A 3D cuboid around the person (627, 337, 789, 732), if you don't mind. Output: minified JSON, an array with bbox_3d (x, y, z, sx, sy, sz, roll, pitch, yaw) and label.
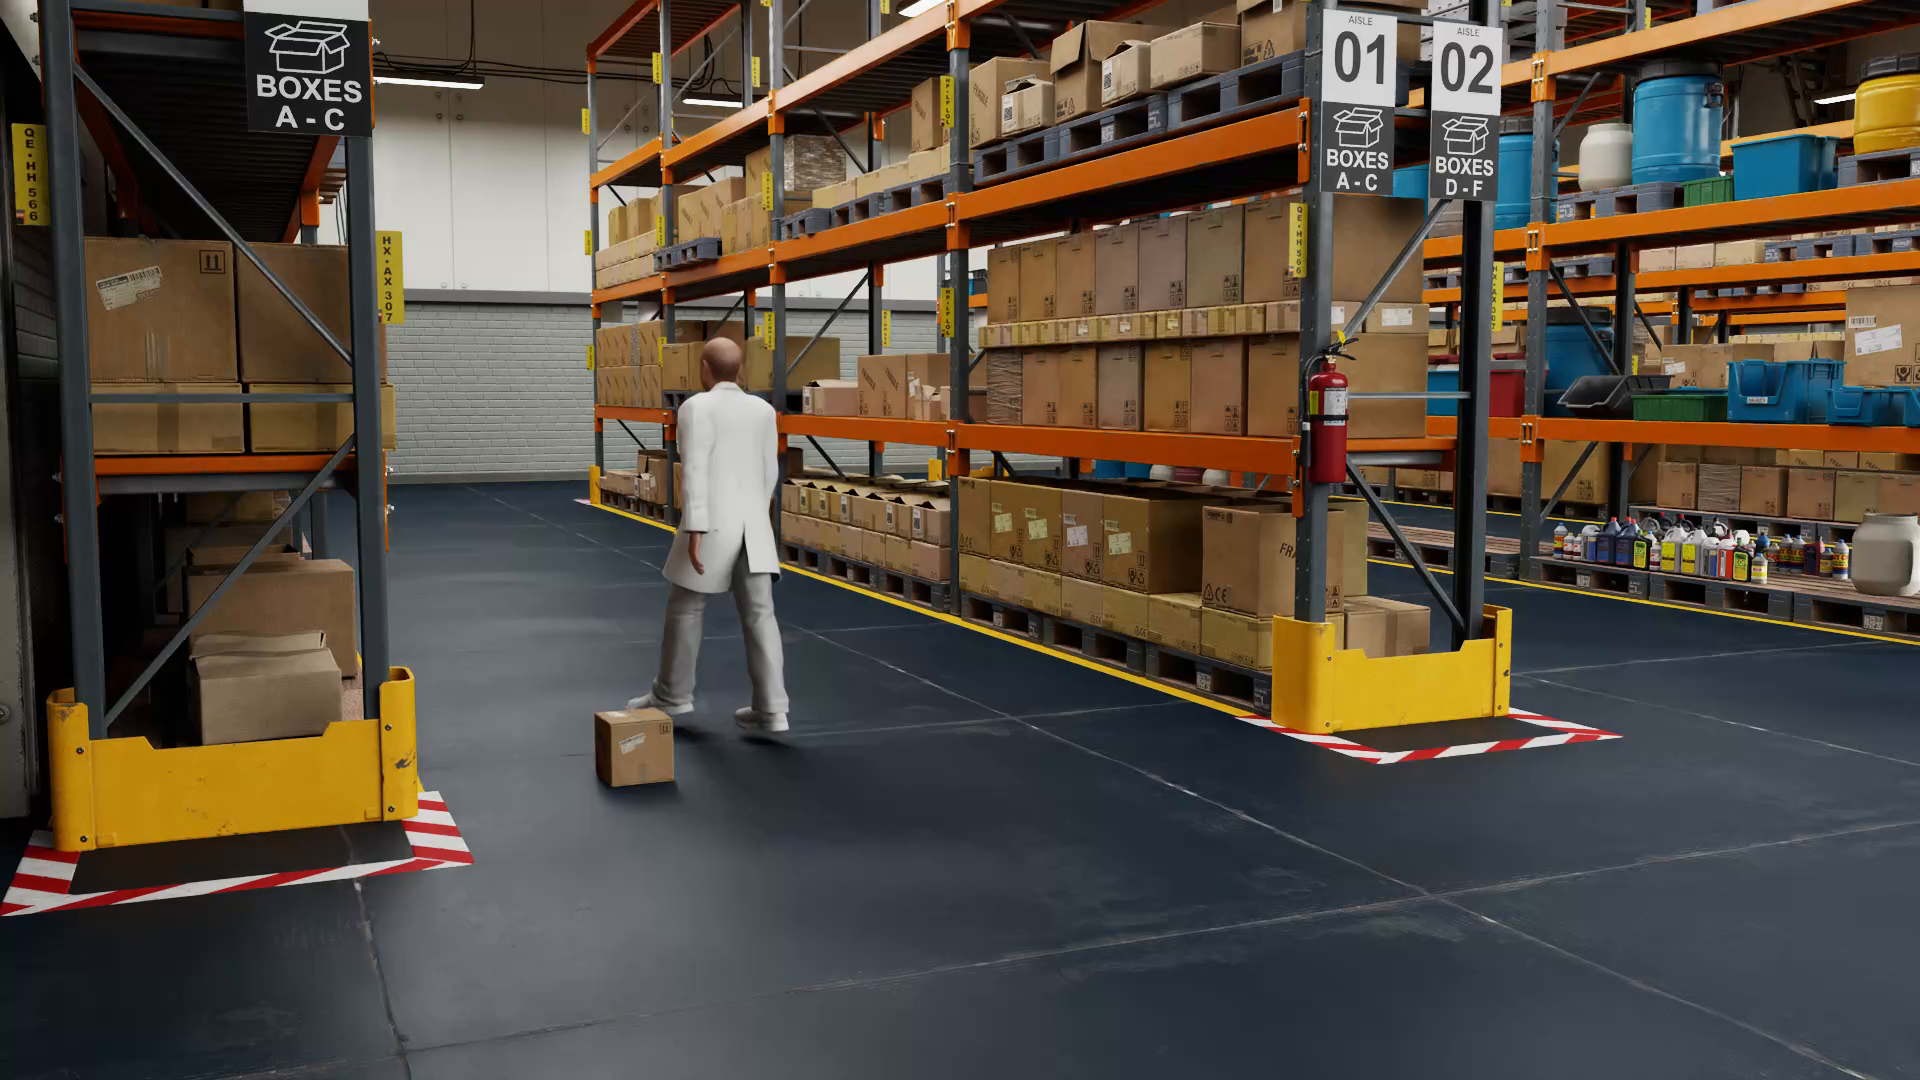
[{"bbox_3d":[-1.074,-0.040,7.491,0.587,1.735,0.983,-4,7,-38],"label":"person"}]
